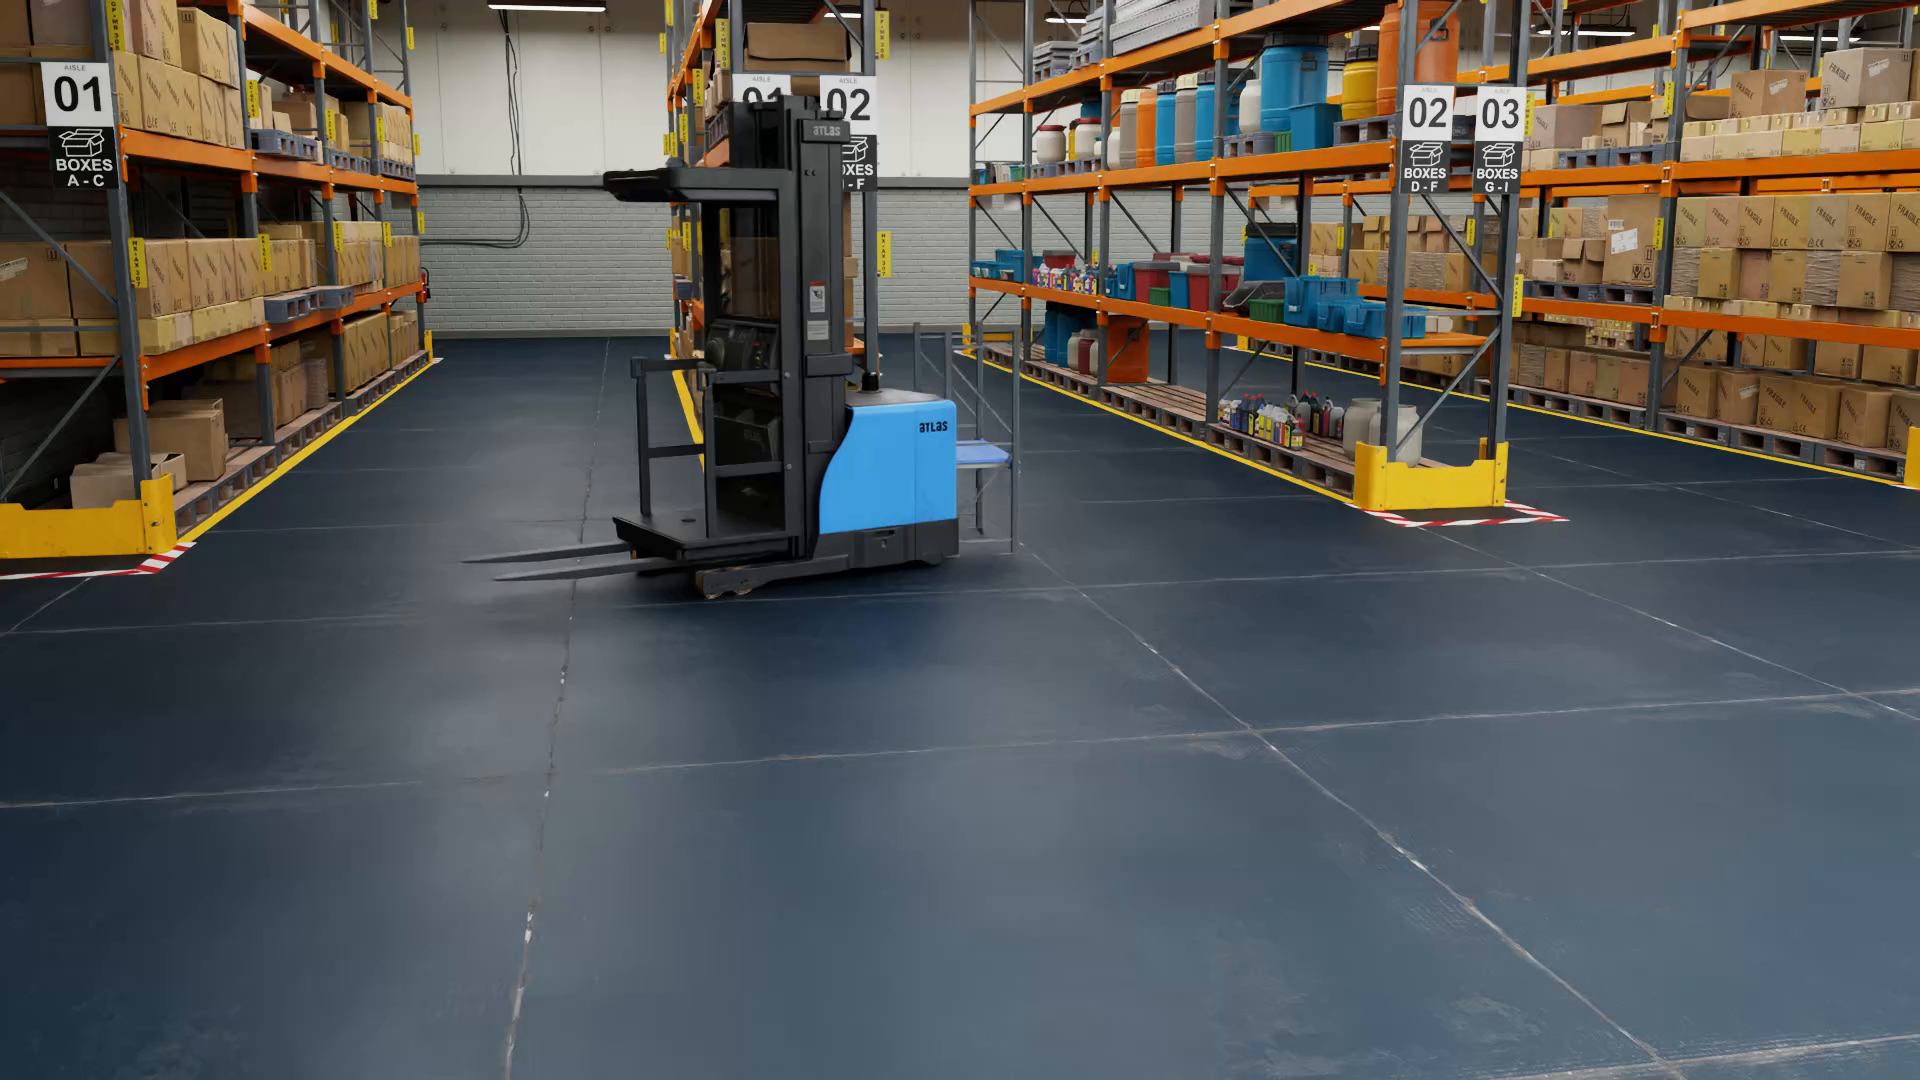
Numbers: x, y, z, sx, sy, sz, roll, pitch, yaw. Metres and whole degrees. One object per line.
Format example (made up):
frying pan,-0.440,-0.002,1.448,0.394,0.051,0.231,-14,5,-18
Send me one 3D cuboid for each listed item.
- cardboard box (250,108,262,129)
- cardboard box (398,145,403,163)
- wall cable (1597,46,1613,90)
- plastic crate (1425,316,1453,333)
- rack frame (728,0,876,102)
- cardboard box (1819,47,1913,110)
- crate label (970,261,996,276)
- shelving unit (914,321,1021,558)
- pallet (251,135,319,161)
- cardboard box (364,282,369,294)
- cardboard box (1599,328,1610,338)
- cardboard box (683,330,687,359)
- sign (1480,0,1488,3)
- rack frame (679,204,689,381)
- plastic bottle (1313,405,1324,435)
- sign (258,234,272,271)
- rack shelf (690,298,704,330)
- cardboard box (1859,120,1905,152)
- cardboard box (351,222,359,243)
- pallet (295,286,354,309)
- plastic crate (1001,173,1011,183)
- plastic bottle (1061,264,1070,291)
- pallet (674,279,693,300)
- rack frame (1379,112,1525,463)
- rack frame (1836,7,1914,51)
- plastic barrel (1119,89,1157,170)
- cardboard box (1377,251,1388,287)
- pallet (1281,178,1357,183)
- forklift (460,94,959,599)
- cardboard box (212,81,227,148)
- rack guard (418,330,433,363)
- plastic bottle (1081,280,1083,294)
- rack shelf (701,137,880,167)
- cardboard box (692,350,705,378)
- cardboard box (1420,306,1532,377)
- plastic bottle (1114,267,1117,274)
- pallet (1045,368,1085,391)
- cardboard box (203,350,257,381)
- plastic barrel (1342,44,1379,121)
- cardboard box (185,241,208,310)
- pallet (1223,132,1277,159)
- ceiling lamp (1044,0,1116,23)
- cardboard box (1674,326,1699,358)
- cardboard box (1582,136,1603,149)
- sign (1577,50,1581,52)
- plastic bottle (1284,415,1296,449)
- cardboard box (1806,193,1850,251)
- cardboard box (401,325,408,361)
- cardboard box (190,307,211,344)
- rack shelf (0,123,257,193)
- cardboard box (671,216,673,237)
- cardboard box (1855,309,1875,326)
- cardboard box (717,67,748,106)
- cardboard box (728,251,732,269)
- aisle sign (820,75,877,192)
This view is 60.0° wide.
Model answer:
cardboard box,-6.874,-3.965,15.599,0.500,0.311,0.500,-2,11,-9
cardboard box,-8.449,-5.654,24.366,0.500,0.250,0.500,-2,11,-13
wall cable,13.854,-9.195,35.937,0.463,3.000,0.029,-2,11,-11
plastic crate,3.911,-1.786,13.761,0.298,0.136,0.250,-2,11,-11
rack frame,-1.090,-4.507,11.309,1.000,3.000,0.127,-2,11,-11
cardboard box,8.078,-4.109,14.840,0.500,0.500,0.500,-2,11,-11
crate label,0.383,-4.564,27.940,0.416,0.233,0.303,-2,11,-11
shelving unit,0.032,-0.723,11.482,0.538,1.500,1.048,-2,11,-13
pallet,-6.946,-3.801,16.126,1.213,0.211,1.003,-2,11,-11
cardboard box,-7.769,-3.227,21.245,0.380,0.149,0.250,-2,11,-11
cardboard box,10.672,-3.378,27.128,0.380,0.149,0.250,-3,11,-13
cardboard box,-3.569,-2.651,23.113,0.500,0.500,0.500,-3,11,-14
sign,6.528,-6.850,20.696,0.100,0.325,0.005,-2,11,-11
rack frame,-3.424,-3.761,23.433,1.000,3.000,0.127,-2,11,-11
plastic bottle,3.404,-1.144,15.774,0.061,0.283,0.133,-2,11,-11
sign,-6.195,-2.559,14.805,0.100,0.325,0.005,-2,11,-11
rack shelf,-2.257,-2.307,17.719,1.077,0.370,4.000,-2,11,-11
cardboard box,8.185,-3.490,14.390,0.500,0.250,0.500,-2,11,-11
cardboard box,-7.546,-3.703,20.005,0.500,0.250,0.500,-2,11,-11
pallet,-7.261,-2.625,17.981,1.213,0.211,1.003,-2,11,-11
plastic crate,0.815,-5.504,25.273,0.293,0.136,0.466,-2,11,-11
plastic bottle,1.442,-3.540,22.404,0.144,0.351,0.185,-2,11,-11
pallet,-2.846,-3.055,20.237,1.213,0.211,1.003,-2,11,-11
rack frame,3.770,-1.739,12.813,1.000,3.000,0.127,-2,11,-11
rack frame,11.957,-6.496,21.758,1.000,3.000,0.127,-2,11,-11
plastic barrel,2.161,-4.768,19.362,0.600,0.901,0.600,0,11,0
cardboard box,6.334,-3.892,23.856,0.500,0.500,0.500,-2,11,-12
pallet,5.911,-5.924,27.014,1.003,0.211,1.213,-2,11,-11
forklift,-1.520,-1.204,10.184,3.031,2.935,1.130,-7,13,-33
cardboard box,-6.300,-3.468,13.554,0.500,0.500,0.500,-3,11,-16
rack guard,-9.065,-3.090,26.595,1.175,0.500,0.348,-2,11,-11
plastic bottle,1.610,-3.285,21.467,0.097,0.201,0.097,0,11,0
rack shelf,-1.479,-3.047,13.584,1.077,0.370,4.000,-2,11,-11
cardboard box,-2.832,-2.052,19.184,0.500,0.311,0.500,-2,11,-9
cardboard box,6.958,-2.677,22.297,1.225,0.875,0.875,-3,11,-14
plastic bottle,2.150,-3.557,22.496,0.144,0.351,0.185,-2,11,-11
pallet,1.786,-2.203,22.708,1.003,0.211,1.213,-2,11,-11
cardboard box,-6.975,-1.684,16.027,0.500,0.250,0.500,-2,11,-12
plastic barrel,3.423,-3.716,13.550,0.600,0.588,0.600,0,11,0
cardboard box,-5.927,-1.968,12.357,0.500,0.500,0.500,-2,11,-13
pallet,3.228,-3.725,15.728,1.213,0.211,1.003,-2,11,-11
ceiling lamp,2.606,-11.072,30.192,2.000,3.185,0.800,-2,11,-11
cardboard box,11.167,-3.018,25.095,0.500,0.500,0.500,-2,11,-8
cardboard box,7.387,-4.559,19.104,0.380,0.166,0.250,-2,11,-13
sign,10.949,-8.516,29.451,0.100,0.325,0.005,-2,11,-11
plastic bottle,2.942,-0.963,14.821,0.061,0.283,0.133,-2,11,-10
cardboard box,8.081,-2.881,15.074,0.500,0.500,0.500,-2,11,-11
cardboard box,-8.519,-2.886,24.398,0.700,0.500,0.500,-2,11,-10
cardboard box,-5.940,-1.605,12.453,0.500,0.250,0.500,-2,11,-12
rack shelf,-6.337,-2.866,12.634,1.077,0.370,4.000,-2,11,-11
cardboard box,-4.374,-4.944,26.707,0.500,0.500,0.500,-2,11,-9
cardboard box,8.190,-1.977,14.734,0.380,0.149,0.250,-2,11,-11
cardboard box,-1.572,-3.437,12.611,0.500,0.250,0.500,-2,11,-11
cardboard box,-1.806,-2.418,14.375,0.380,0.149,0.250,-2,11,-13
aisle sign,-0.777,-2.836,11.622,0.394,0.787,0.004,-2,11,-11
